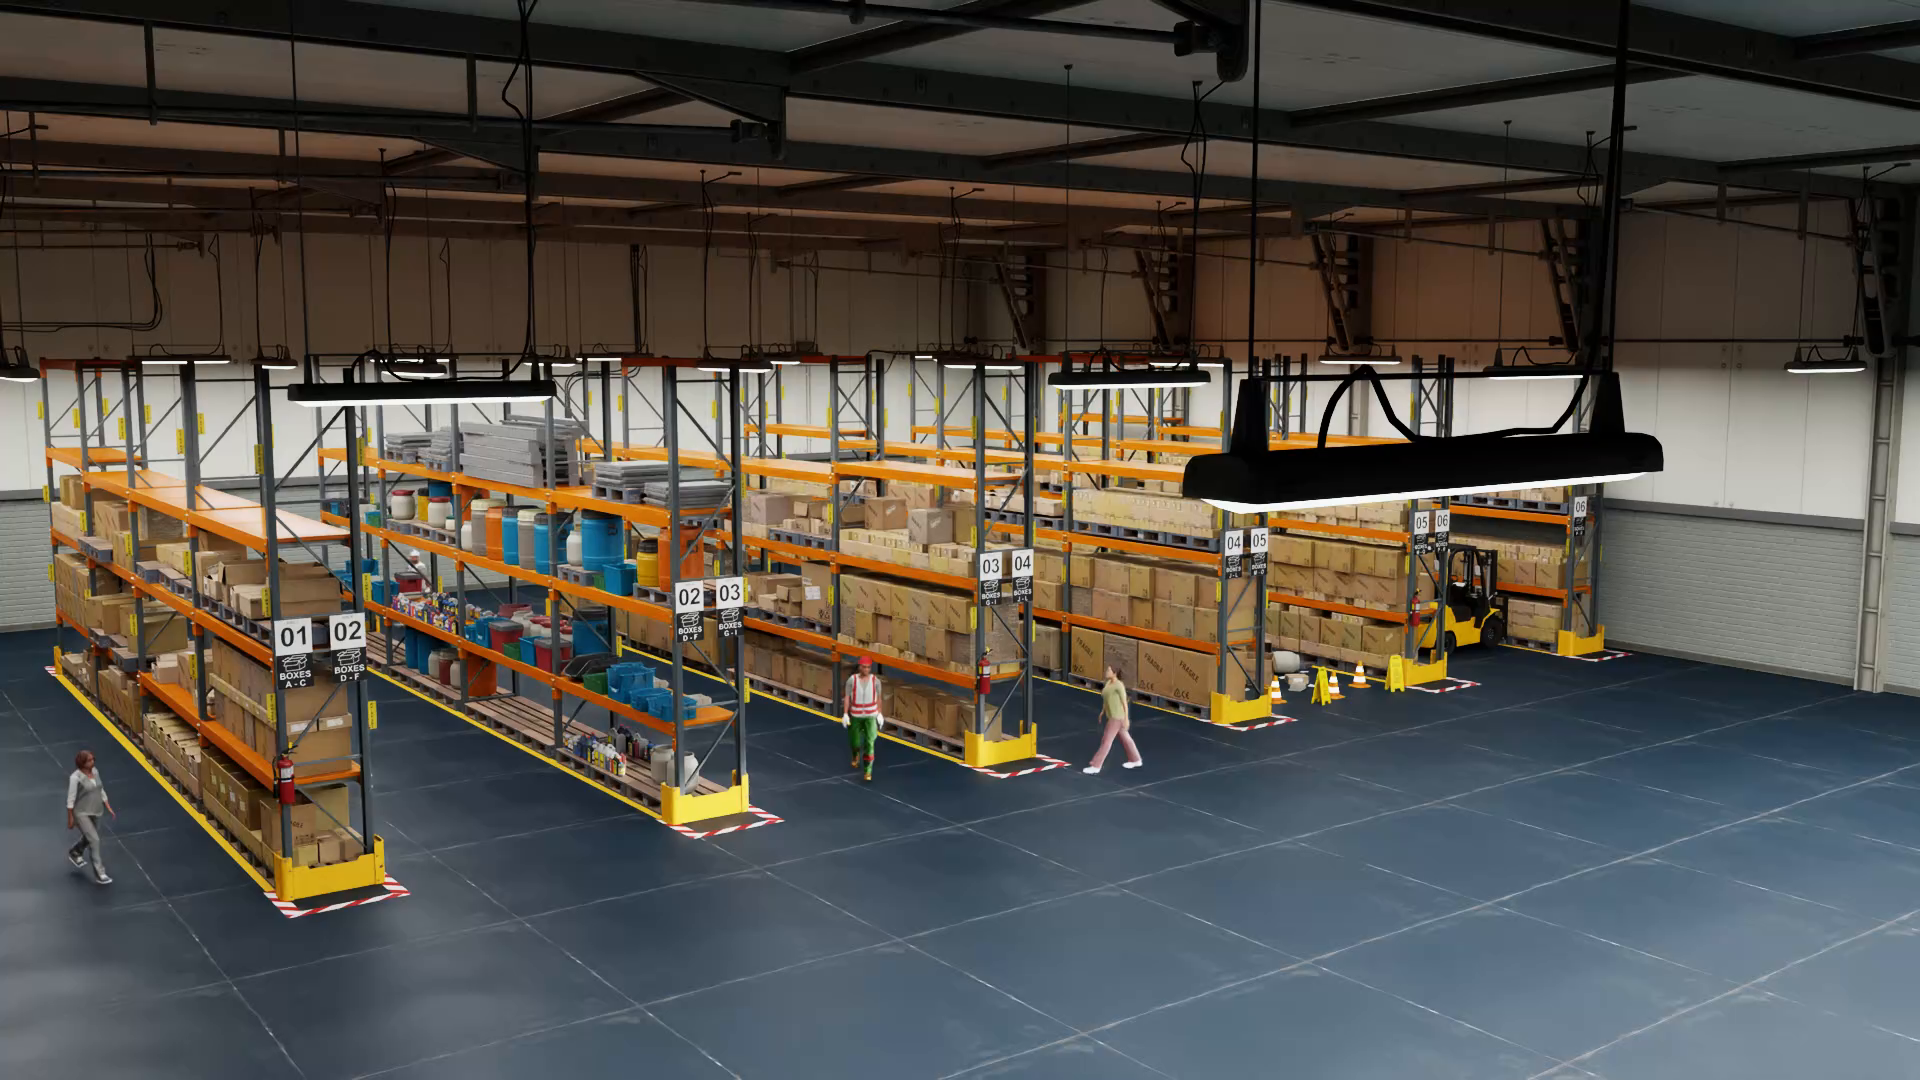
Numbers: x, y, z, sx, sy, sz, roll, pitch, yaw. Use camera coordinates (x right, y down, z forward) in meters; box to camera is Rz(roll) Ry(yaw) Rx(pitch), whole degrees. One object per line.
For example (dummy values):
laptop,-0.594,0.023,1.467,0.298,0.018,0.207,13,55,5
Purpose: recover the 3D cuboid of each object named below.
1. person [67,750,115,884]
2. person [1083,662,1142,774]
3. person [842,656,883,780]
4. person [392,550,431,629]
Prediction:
person,-10.260,3.206,19.533,0.980,1.539,0.472,4,8,29
person,2.218,2.588,24.387,1.024,1.593,0.491,-3,7,-21
person,-1.415,2.551,24.146,0.604,1.771,0.879,-1,7,-4
person,-12.048,1.078,36.684,0.510,1.706,1.146,6,9,43
